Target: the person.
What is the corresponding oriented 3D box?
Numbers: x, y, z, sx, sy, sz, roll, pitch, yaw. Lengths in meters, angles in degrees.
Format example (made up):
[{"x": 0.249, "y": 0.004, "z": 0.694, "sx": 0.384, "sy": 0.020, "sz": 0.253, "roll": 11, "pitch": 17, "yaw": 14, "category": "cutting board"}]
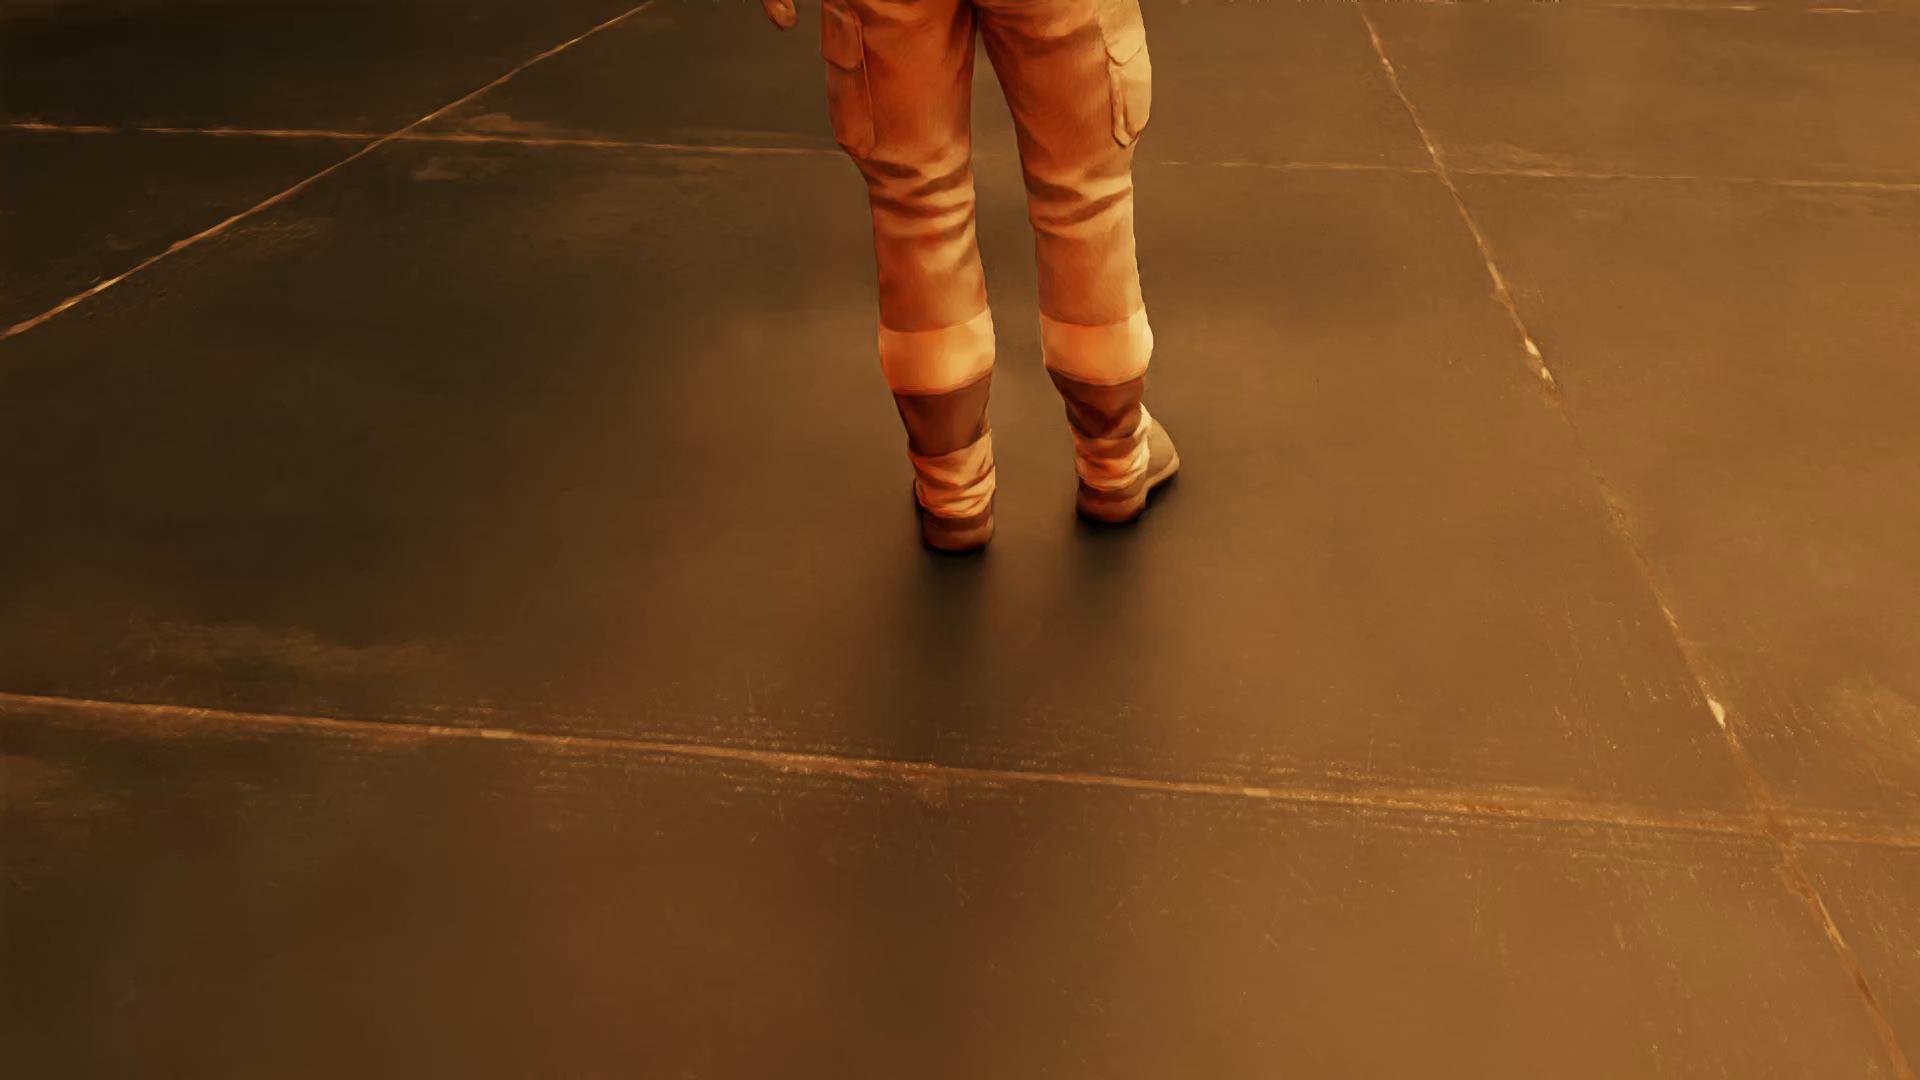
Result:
[{"x": 0.022, "y": -0.842, "z": 2.168, "sx": 0.637, "sy": 1.787, "sz": 0.561, "roll": 3, "pitch": 27, "yaw": 7, "category": "person"}]
